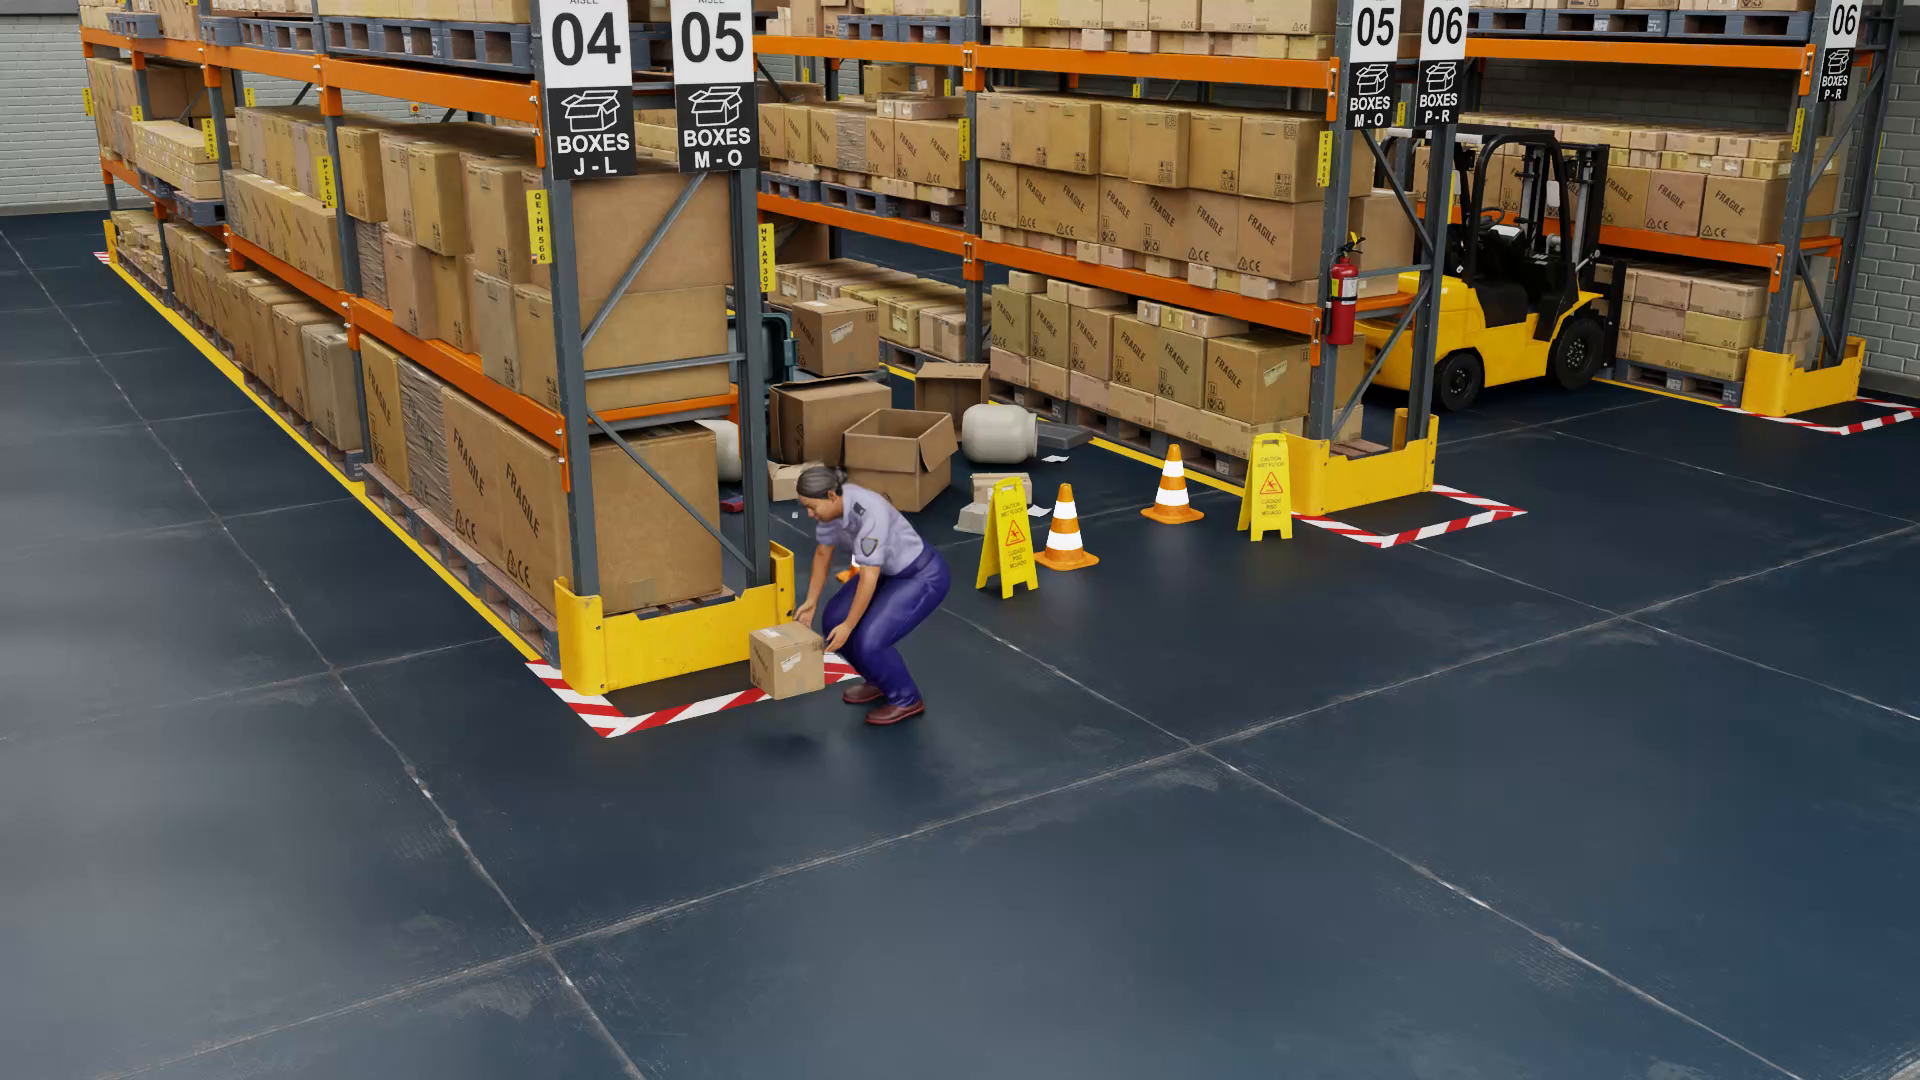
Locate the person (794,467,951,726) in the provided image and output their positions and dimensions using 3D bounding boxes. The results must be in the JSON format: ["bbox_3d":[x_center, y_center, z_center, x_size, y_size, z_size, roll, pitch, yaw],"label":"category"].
[{"bbox_3d":[-0.393,0.222,7.588,0.727,1.230,0.540,-9,20,-27],"label":"person"}]
